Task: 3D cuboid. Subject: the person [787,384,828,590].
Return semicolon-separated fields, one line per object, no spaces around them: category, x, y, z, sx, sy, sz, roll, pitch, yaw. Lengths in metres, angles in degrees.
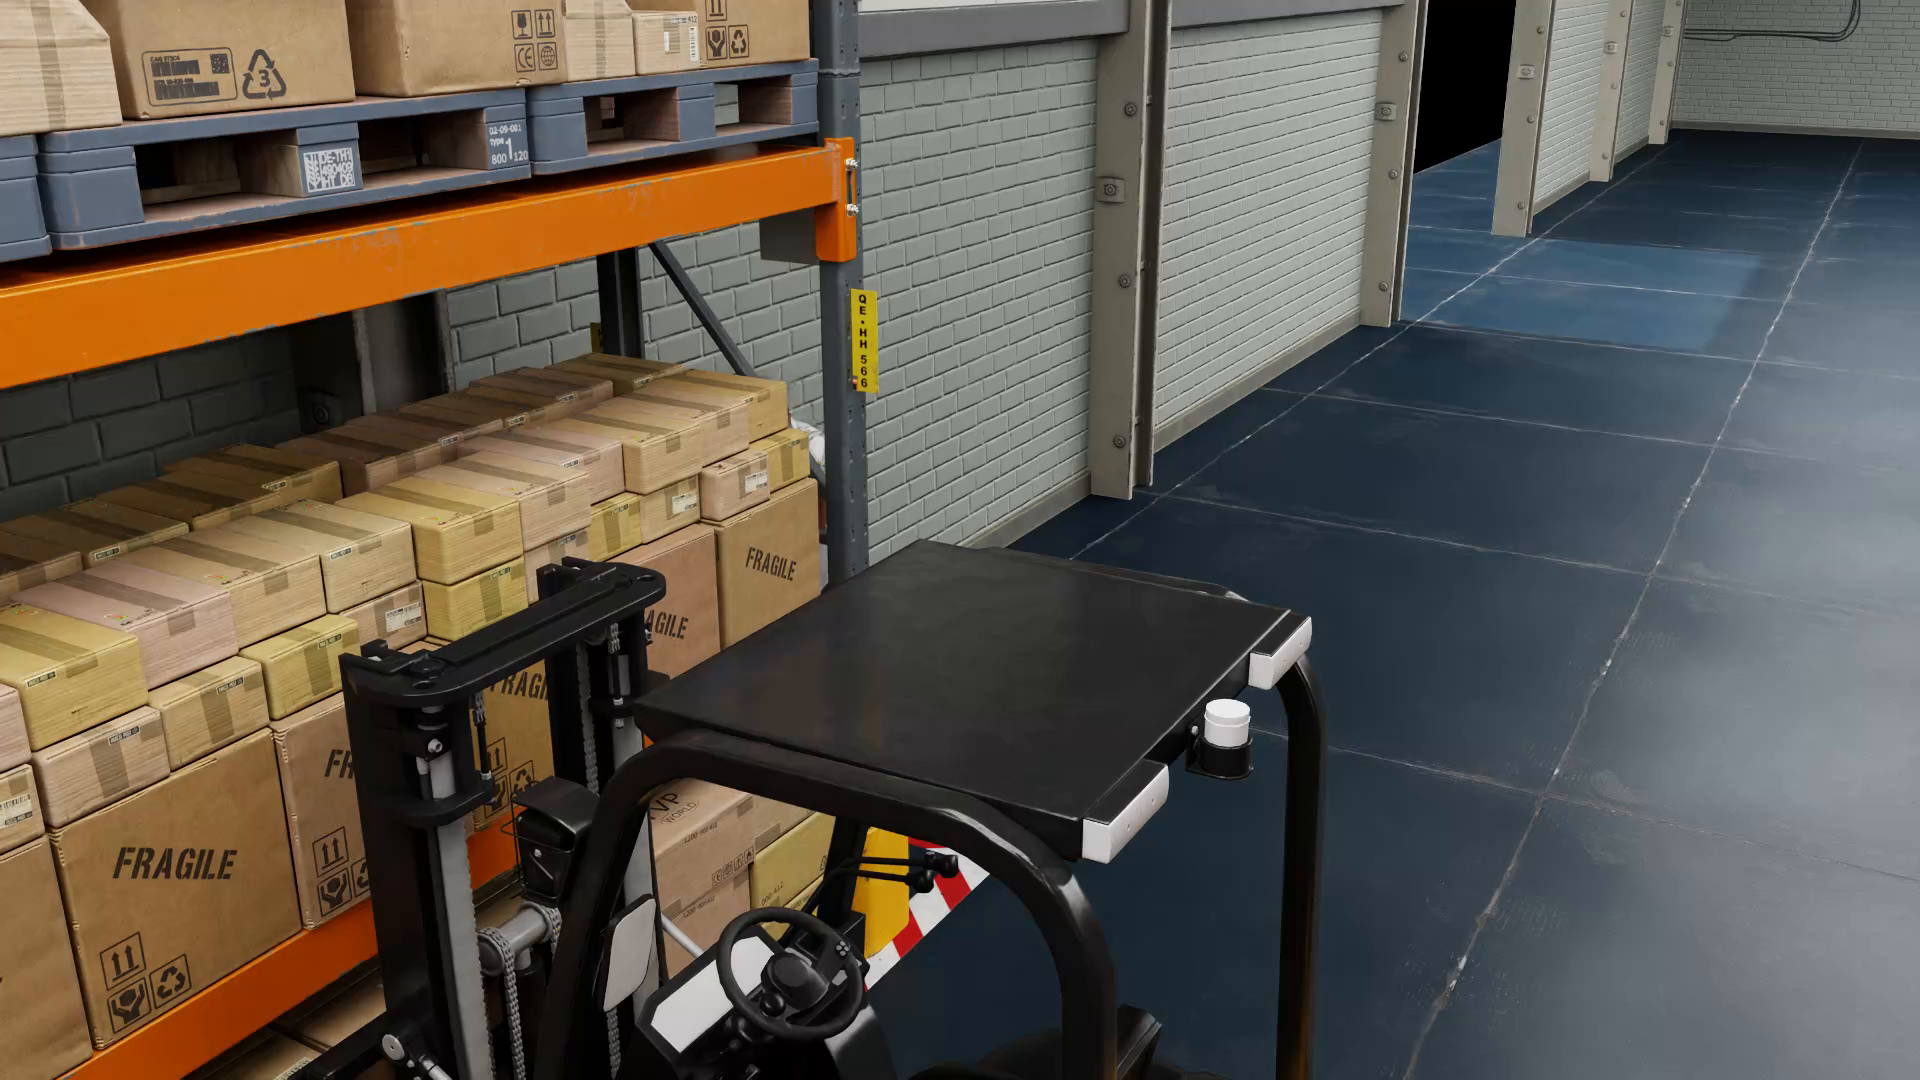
person;-0.788;0.023;7.673;0.476;1.564;0.540;11;22;28
